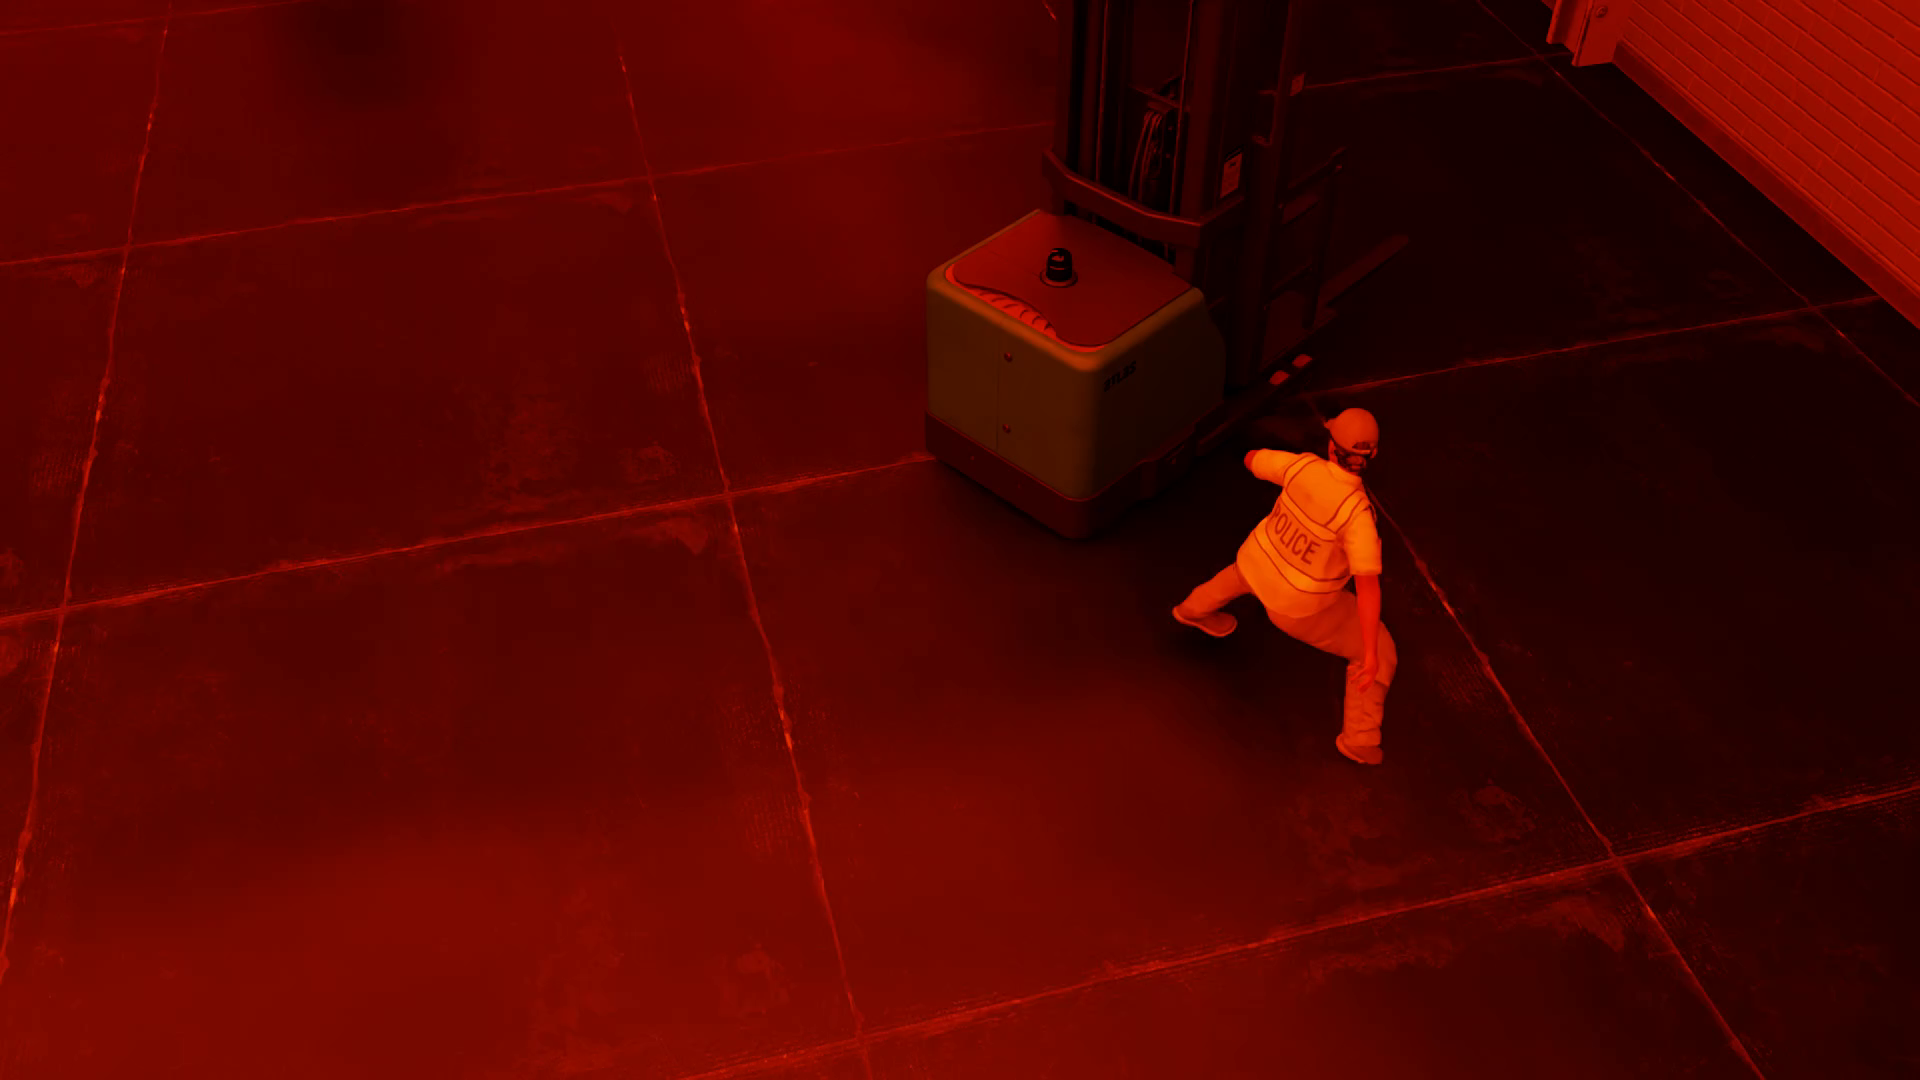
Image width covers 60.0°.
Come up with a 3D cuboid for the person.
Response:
[{"bbox_3d":[1.391,0.175,6.564,0.510,1.591,1.124,-19,47,-19],"label":"person"}]

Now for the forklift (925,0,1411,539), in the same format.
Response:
[{"bbox_3d":[1.213,-1.985,7.746,1.130,2.935,3.031,33,53,30],"label":"forklift"}]
